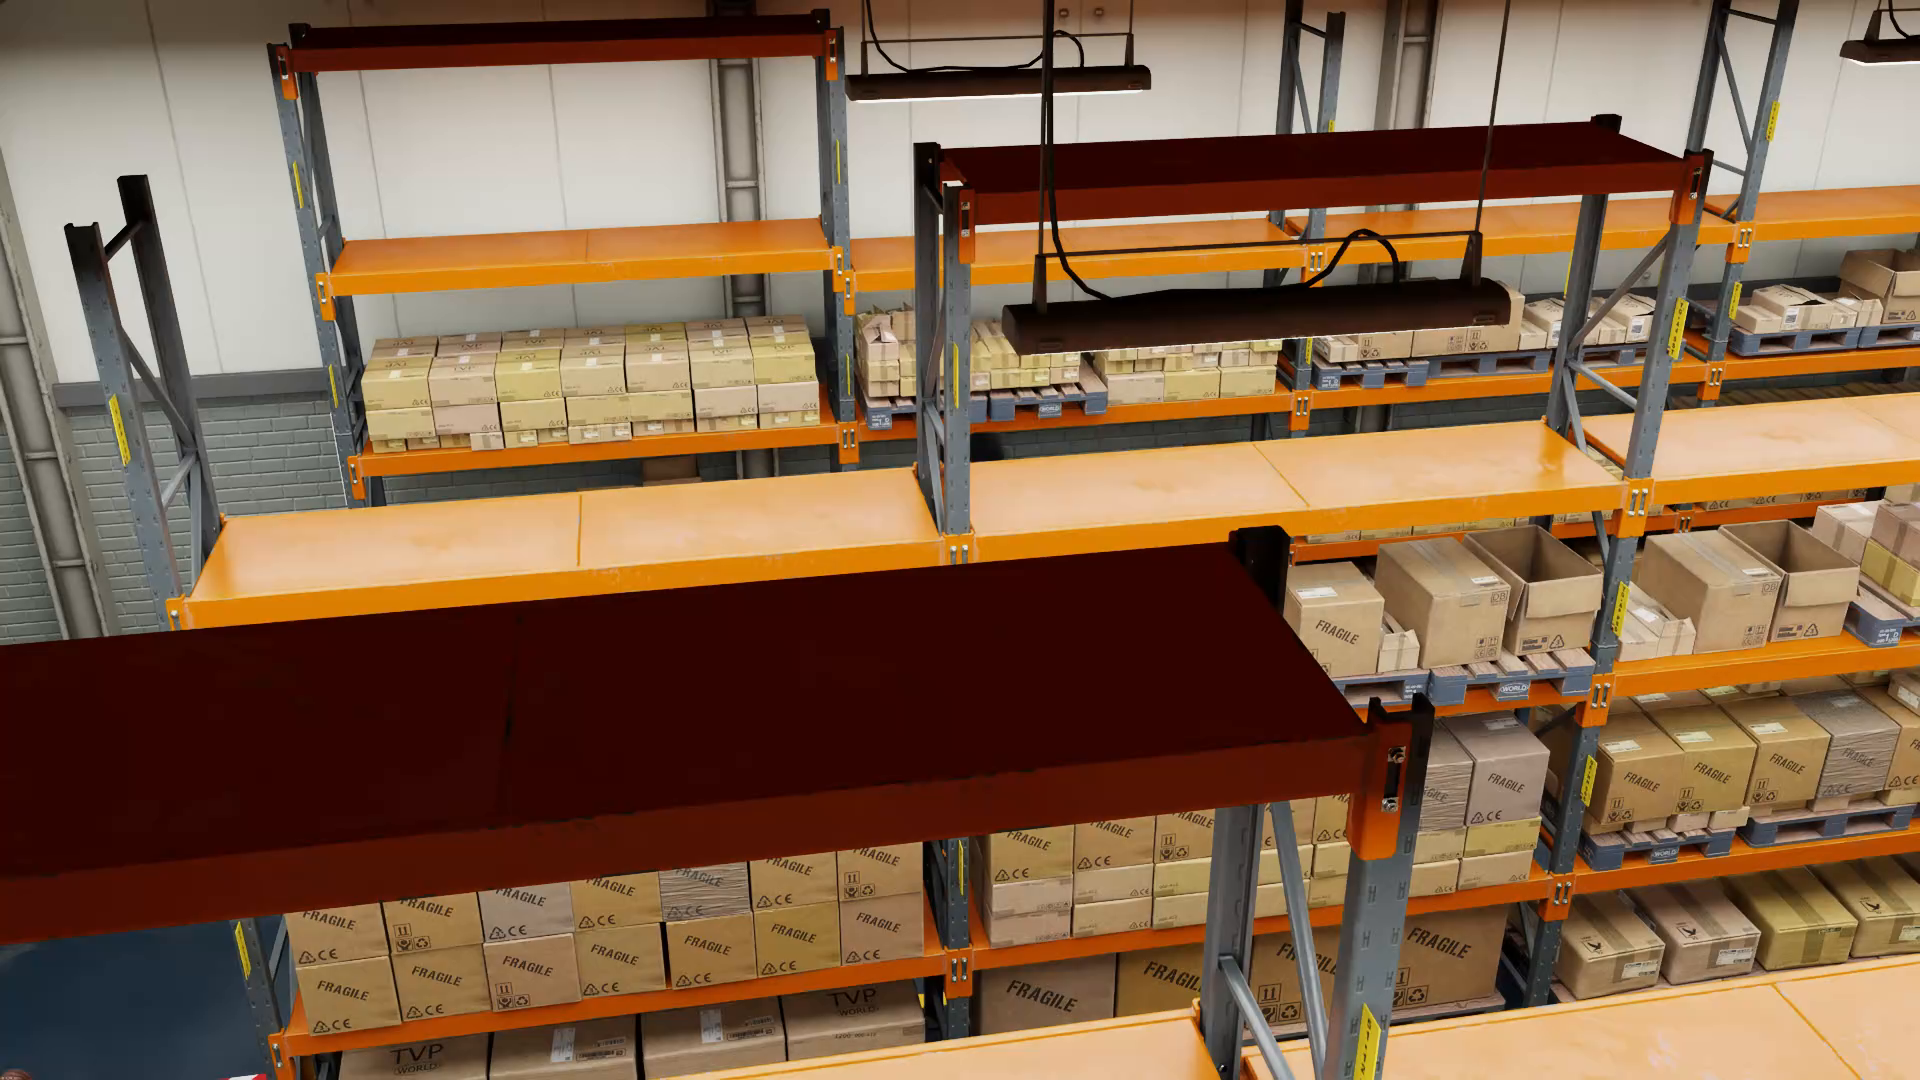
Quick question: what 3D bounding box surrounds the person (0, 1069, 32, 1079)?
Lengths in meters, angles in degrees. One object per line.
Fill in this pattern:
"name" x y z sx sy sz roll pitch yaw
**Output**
"person" -5.112 3.528 9.249 0.582 1.580 0.761 0 26 0
